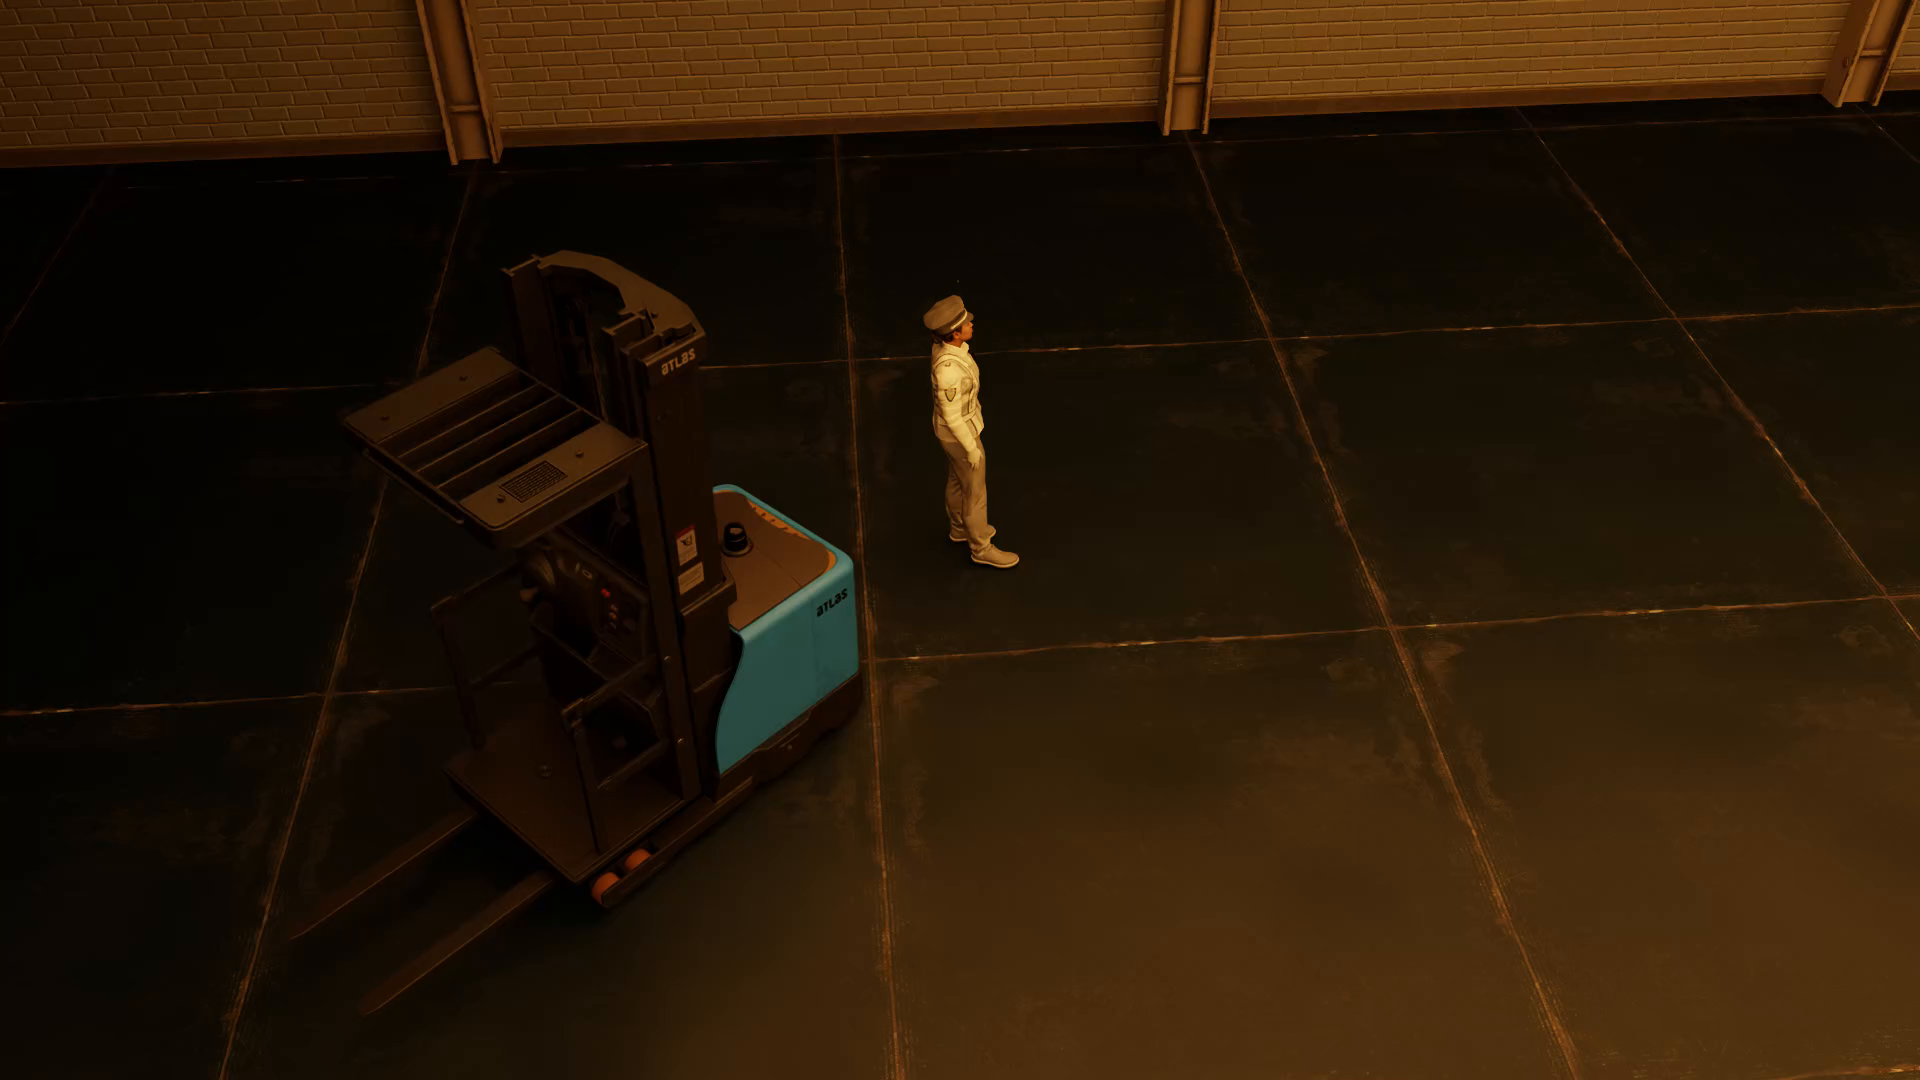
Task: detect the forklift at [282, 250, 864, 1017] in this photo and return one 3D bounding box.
[{"bbox_3d":[-1.887,0.296,7.592,1.130,2.935,3.031,30,49,31],"label":"forklift"}]

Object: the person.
[{"bbox_3d":[0.078,-0.649,9.637,0.513,1.694,0.586,-3,41,-4],"label":"person"}]
